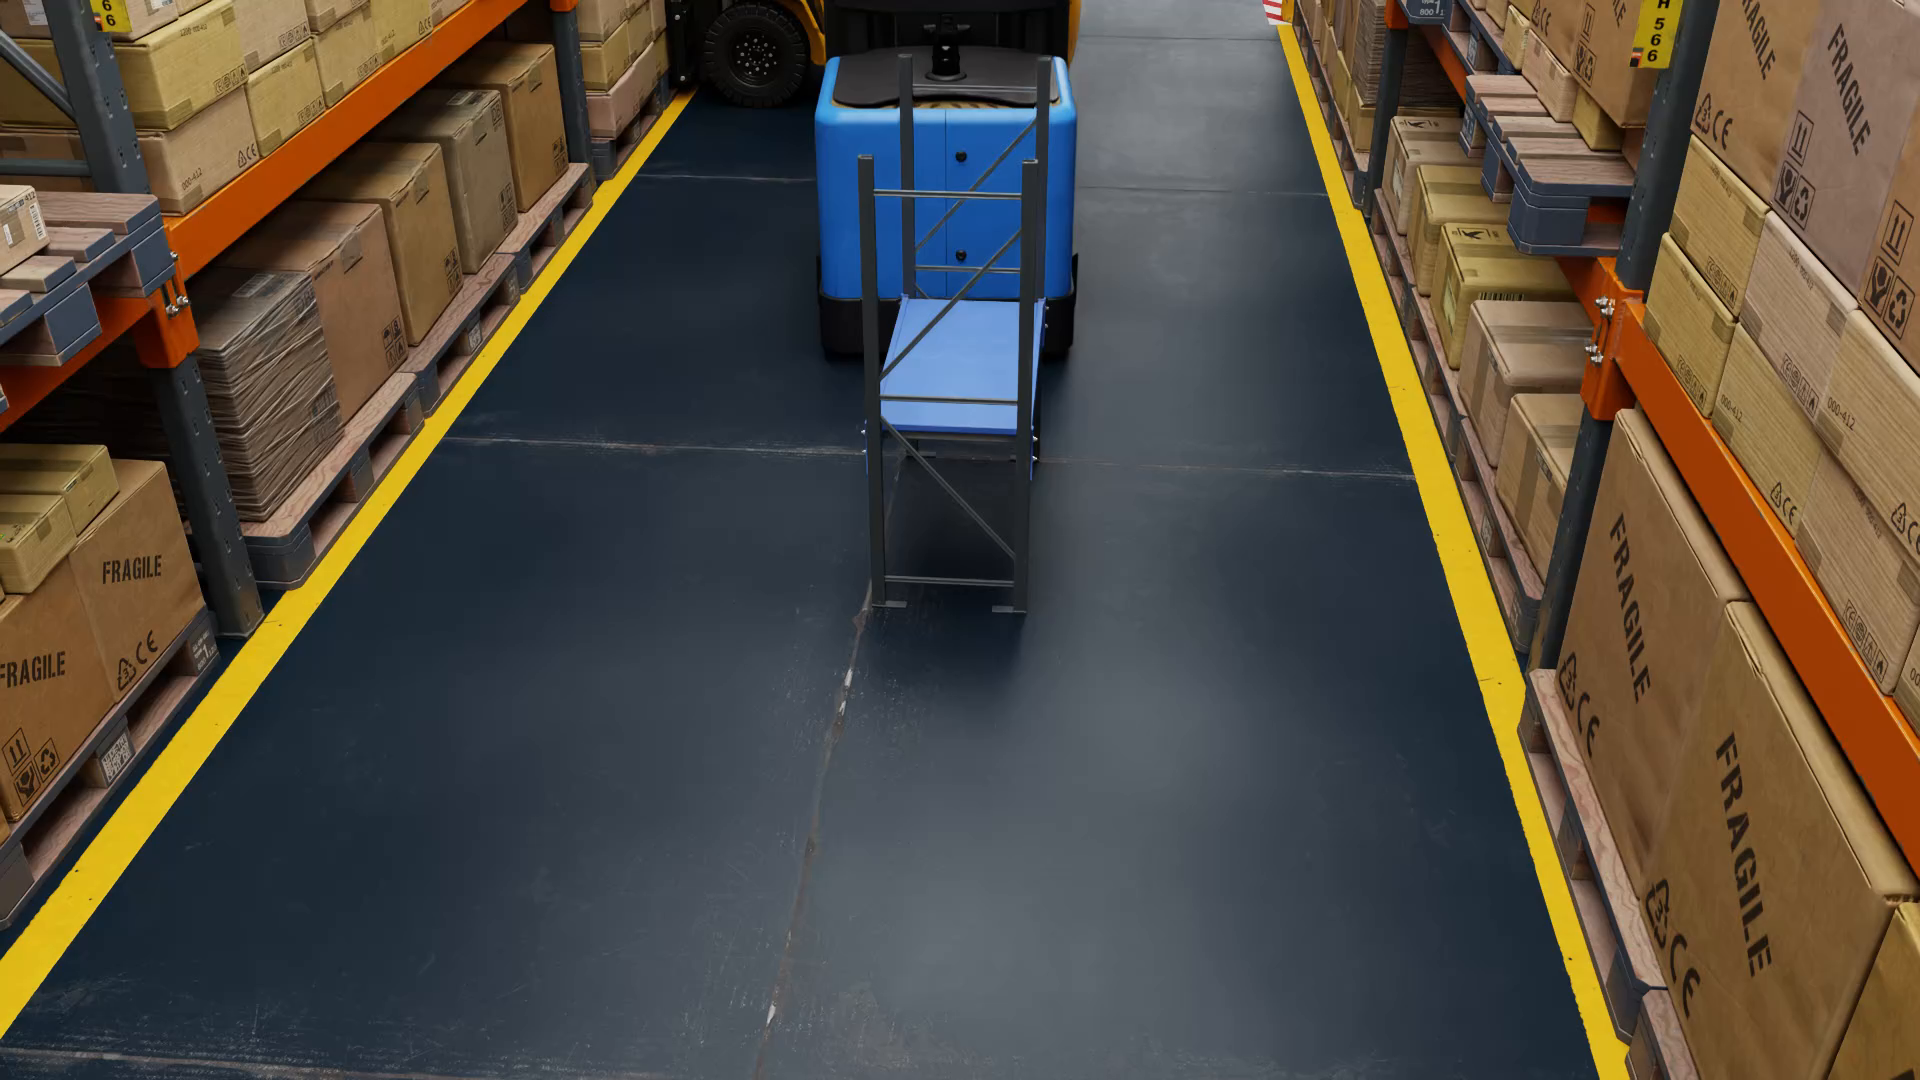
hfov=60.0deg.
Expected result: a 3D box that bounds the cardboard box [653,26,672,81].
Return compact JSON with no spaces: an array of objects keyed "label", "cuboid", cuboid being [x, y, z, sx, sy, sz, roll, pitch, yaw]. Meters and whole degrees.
[{"label":"cardboard box","cuboid":[-1.987,-2.890,9.800,0.500,0.250,0.500,3,32,5]}]

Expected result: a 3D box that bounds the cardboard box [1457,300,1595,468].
[{"label":"cardboard box","cuboid":[2.321,-0.547,5.883,0.950,0.372,0.625,2,32,3]}]

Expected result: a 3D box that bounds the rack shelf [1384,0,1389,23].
[{"label":"rack shelf","cuboid":[2.702,-3.637,9.478,1.077,0.370,4.000,2,32,4]}]

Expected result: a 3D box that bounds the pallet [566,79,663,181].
[{"label":"pallet","cuboid":[-2.302,-2.334,9.336,1.003,0.211,1.213,2,32,4]}]

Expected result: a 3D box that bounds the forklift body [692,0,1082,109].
[{"label":"forklift body","cuboid":[-0.419,-3.768,9.814,2.313,2.155,1.214,2,32,4]}]

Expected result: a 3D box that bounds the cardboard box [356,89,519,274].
[{"label":"cardboard box","cuboid":[-2.511,-1.596,7.344,0.875,0.625,0.625,2,32,3]}]

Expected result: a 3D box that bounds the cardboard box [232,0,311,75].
[{"label":"cardboard box","cuboid":[-2.413,-1.648,5.231,0.500,0.250,0.500,3,32,6]}]

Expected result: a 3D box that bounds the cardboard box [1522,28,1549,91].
[{"label":"cardboard box","cuboid":[1.960,-1.467,5.111,0.380,0.149,0.250,1,32,2]}]

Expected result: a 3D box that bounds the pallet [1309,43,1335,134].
[{"label":"pallet","cuboid":[2.655,-2.702,9.934,1.003,0.211,1.213,2,32,4]}]

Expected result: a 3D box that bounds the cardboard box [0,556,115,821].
[{"label":"cardboard box","cuboid":[-2.605,0.361,4.287,0.500,0.500,0.500,2,32,3]}]

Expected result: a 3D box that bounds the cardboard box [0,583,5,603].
[{"label":"cardboard box","cuboid":[-2.579,0.143,4.024,0.380,0.149,0.250,1,32,2]}]

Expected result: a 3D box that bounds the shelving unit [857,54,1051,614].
[{"label":"shelving unit","cuboid":[0.007,-0.683,5.429,0.538,1.500,1.048,2,32,4]}]

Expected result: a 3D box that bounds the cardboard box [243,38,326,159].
[{"label":"cardboard box","cuboid":[-2.408,-1.436,5.364,0.500,0.250,0.500,2,32,3]}]

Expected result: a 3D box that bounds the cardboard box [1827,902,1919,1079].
[{"label":"cardboard box","cuboid":[1.924,1.212,2.550,0.875,0.875,0.875,3,32,5]}]

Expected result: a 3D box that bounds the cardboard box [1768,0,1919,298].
[{"label":"cardboard box","cuboid":[1.899,-0.766,3.086,0.500,0.500,0.500,3,32,4]}]

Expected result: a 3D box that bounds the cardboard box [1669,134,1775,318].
[{"label":"cardboard box","cuboid":[1.926,-0.700,3.693,0.500,0.250,0.500,2,32,4]}]

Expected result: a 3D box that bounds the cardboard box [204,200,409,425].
[{"label":"cardboard box","cuboid":[-2.624,-0.851,6.135,0.875,0.625,0.625,3,32,6]}]

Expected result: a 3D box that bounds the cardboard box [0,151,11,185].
[{"label":"cardboard box","cuboid":[-2.952,-1.198,4.977,0.500,0.250,0.500,2,32,3]}]

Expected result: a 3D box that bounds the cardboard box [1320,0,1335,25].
[{"label":"cardboard box","cuboid":[2.435,-3.358,9.846,0.500,0.500,0.500,3,32,5]}]

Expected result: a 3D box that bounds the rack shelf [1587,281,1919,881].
[{"label":"rack shelf","cuboid":[2.051,0.547,2.690,1.077,0.370,4.000,2,32,4]}]

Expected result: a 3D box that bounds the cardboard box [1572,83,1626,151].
[{"label":"cardboard box","cuboid":[1.955,-1.202,4.681,0.380,0.149,0.250,3,32,5]}]

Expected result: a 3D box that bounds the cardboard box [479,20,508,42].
[{"label":"cardboard box","cuboid":[-2.561,-2.807,8.713,0.500,0.250,0.500,3,32,5]}]

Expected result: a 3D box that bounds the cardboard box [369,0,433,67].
[{"label":"cardboard box","cuboid":[-2.330,-1.977,6.242,0.500,0.250,0.500,3,32,6]}]

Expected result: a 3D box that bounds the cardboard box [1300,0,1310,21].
[{"label":"cardboard box","cuboid":[2.523,-3.587,10.932,0.500,0.250,0.500,2,32,4]}]

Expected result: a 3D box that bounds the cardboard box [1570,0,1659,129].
[{"label":"cardboard box","cuboid":[1.973,-1.403,4.388,0.500,0.500,0.500,2,32,3]}]

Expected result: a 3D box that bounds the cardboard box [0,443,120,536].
[{"label":"cardboard box","cuboid":[-2.522,-0.137,4.478,0.380,0.149,0.250,1,32,2]}]

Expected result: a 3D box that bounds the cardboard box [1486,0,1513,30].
[{"label":"cardboard box","cuboid":[2.053,-1.872,5.768,0.380,0.149,0.250,1,32,2]}]

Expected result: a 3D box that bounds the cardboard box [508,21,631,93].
[{"label":"cardboard box","cuboid":[-2.061,-2.568,8.802,0.500,0.250,0.500,2,32,4]}]

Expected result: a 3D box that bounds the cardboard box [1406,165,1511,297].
[{"label":"cardboard box","cuboid":[2.444,-1.307,7.116,0.950,0.372,0.625,4,32,7]}]

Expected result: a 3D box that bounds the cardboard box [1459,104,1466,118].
[{"label":"cardboard box","cuboid":[2.856,-2.202,8.685,0.500,0.250,0.500,1,32,2]}]

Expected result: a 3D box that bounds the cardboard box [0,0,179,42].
[{"label":"cardboard box","cuboid":[-2.415,-1.488,4.592,0.380,0.149,0.250,3,32,5]}]

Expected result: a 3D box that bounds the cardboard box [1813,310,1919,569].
[{"label":"cardboard box","cuboid":[1.830,-0.170,2.833,0.500,0.250,0.500,2,32,4]}]

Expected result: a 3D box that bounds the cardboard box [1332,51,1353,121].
[{"label":"cardboard box","cuboid":[2.353,-2.505,9.176,0.500,0.250,0.500,2,32,3]}]

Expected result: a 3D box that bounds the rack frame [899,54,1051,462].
[{"label":"rack frame","cuboid":[0.048,-0.949,5.860,0.500,1.500,0.032,2,32,4]}]

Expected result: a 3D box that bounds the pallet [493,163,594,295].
[{"label":"pallet","cuboid":[-2.430,-1.533,8.037,1.003,0.211,1.213,2,32,4]}]

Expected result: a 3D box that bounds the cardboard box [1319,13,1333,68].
[{"label":"cardboard box","cuboid":[2.443,-3.034,10.035,0.500,0.250,0.500,5,32,7]}]

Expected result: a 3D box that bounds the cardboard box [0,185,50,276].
[{"label":"cardboard box","cuboid":[-2.405,-0.728,3.911,0.380,0.149,0.250,3,32,5]}]

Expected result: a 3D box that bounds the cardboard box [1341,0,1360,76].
[{"label":"cardboard box","cuboid":[2.359,-2.811,8.959,0.500,0.500,0.500,3,32,5]}]

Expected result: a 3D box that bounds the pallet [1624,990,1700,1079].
[{"label":"pallet","cuboid":[1.972,1.427,3.233,1.003,0.211,1.213,2,32,4]}]

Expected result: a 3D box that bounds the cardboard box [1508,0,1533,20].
[{"label":"cardboard box","cuboid":[2.044,-1.938,5.256,0.500,0.500,0.500,0,32,1]}]

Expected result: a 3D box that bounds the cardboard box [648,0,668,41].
[{"label":"cardboard box","cuboid":[-1.970,-3.094,9.655,0.500,0.250,0.500,2,32,4]}]

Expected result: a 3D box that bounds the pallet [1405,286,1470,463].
[{"label":"pallet","cuboid":[2.380,-0.663,6.625,1.003,0.211,1.213,2,32,4]}]

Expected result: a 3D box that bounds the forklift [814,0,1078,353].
[{"label":"forklift","cuboid":[-0.061,-2.751,7.420,1.130,2.935,3.031,0,32,0]}]

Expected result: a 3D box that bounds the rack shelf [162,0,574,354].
[{"label":"rack shelf","cuboid":[-2.571,-1.755,6.425,1.077,0.370,4.000,2,32,4]}]

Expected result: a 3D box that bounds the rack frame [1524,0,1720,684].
[{"label":"rack frame","cuboid":[2.213,-0.805,4.198,1.000,3.000,0.127,2,32,4]}]

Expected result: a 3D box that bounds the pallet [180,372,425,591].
[{"label":"pallet","cuboid":[-2.628,-0.257,5.966,1.003,0.211,1.213,2,32,4]}]

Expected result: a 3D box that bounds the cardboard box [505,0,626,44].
[{"label":"cardboard box","cuboid":[-2.056,-2.781,8.670,0.500,0.250,0.500,2,32,3]}]

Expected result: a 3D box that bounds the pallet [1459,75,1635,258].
[{"label":"pallet","cuboid":[2.165,-1.101,4.860,1.213,0.211,1.003,2,32,4]}]

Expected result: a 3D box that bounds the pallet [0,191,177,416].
[{"label":"pallet","cuboid":[-2.719,-0.576,4.009,1.213,0.211,1.003,2,32,4]}]

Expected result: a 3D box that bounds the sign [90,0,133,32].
[{"label":"sign","cuboid":[-2.192,-1.457,4.226,0.100,0.325,0.005,2,32,4]}]

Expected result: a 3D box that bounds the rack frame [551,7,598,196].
[{"label":"rack frame","cuboid":[-2.408,-3.107,7.933,1.000,3.000,0.127,2,32,4]}]

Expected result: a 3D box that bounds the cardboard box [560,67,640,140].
[{"label":"cardboard box","cuboid":[-2.039,-2.354,8.932,0.500,0.250,0.500,3,32,4]}]

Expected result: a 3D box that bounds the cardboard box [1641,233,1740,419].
[{"label":"cardboard box","cuboid":[1.923,-0.496,3.839,0.500,0.250,0.500,2,32,3]}]

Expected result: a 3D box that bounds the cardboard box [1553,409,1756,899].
[{"label":"cardboard box","cuboid":[2.074,0.278,4.065,0.875,0.875,0.875,2,32,4]}]

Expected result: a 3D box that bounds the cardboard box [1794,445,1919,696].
[{"label":"cardboard box","cuboid":[1.850,0.047,2.958,0.500,0.250,0.500,3,32,6]}]

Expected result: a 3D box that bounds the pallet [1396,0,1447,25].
[{"label":"pallet","cuboid":[2.332,-2.422,7.004,1.003,0.211,1.213,2,32,4]}]
